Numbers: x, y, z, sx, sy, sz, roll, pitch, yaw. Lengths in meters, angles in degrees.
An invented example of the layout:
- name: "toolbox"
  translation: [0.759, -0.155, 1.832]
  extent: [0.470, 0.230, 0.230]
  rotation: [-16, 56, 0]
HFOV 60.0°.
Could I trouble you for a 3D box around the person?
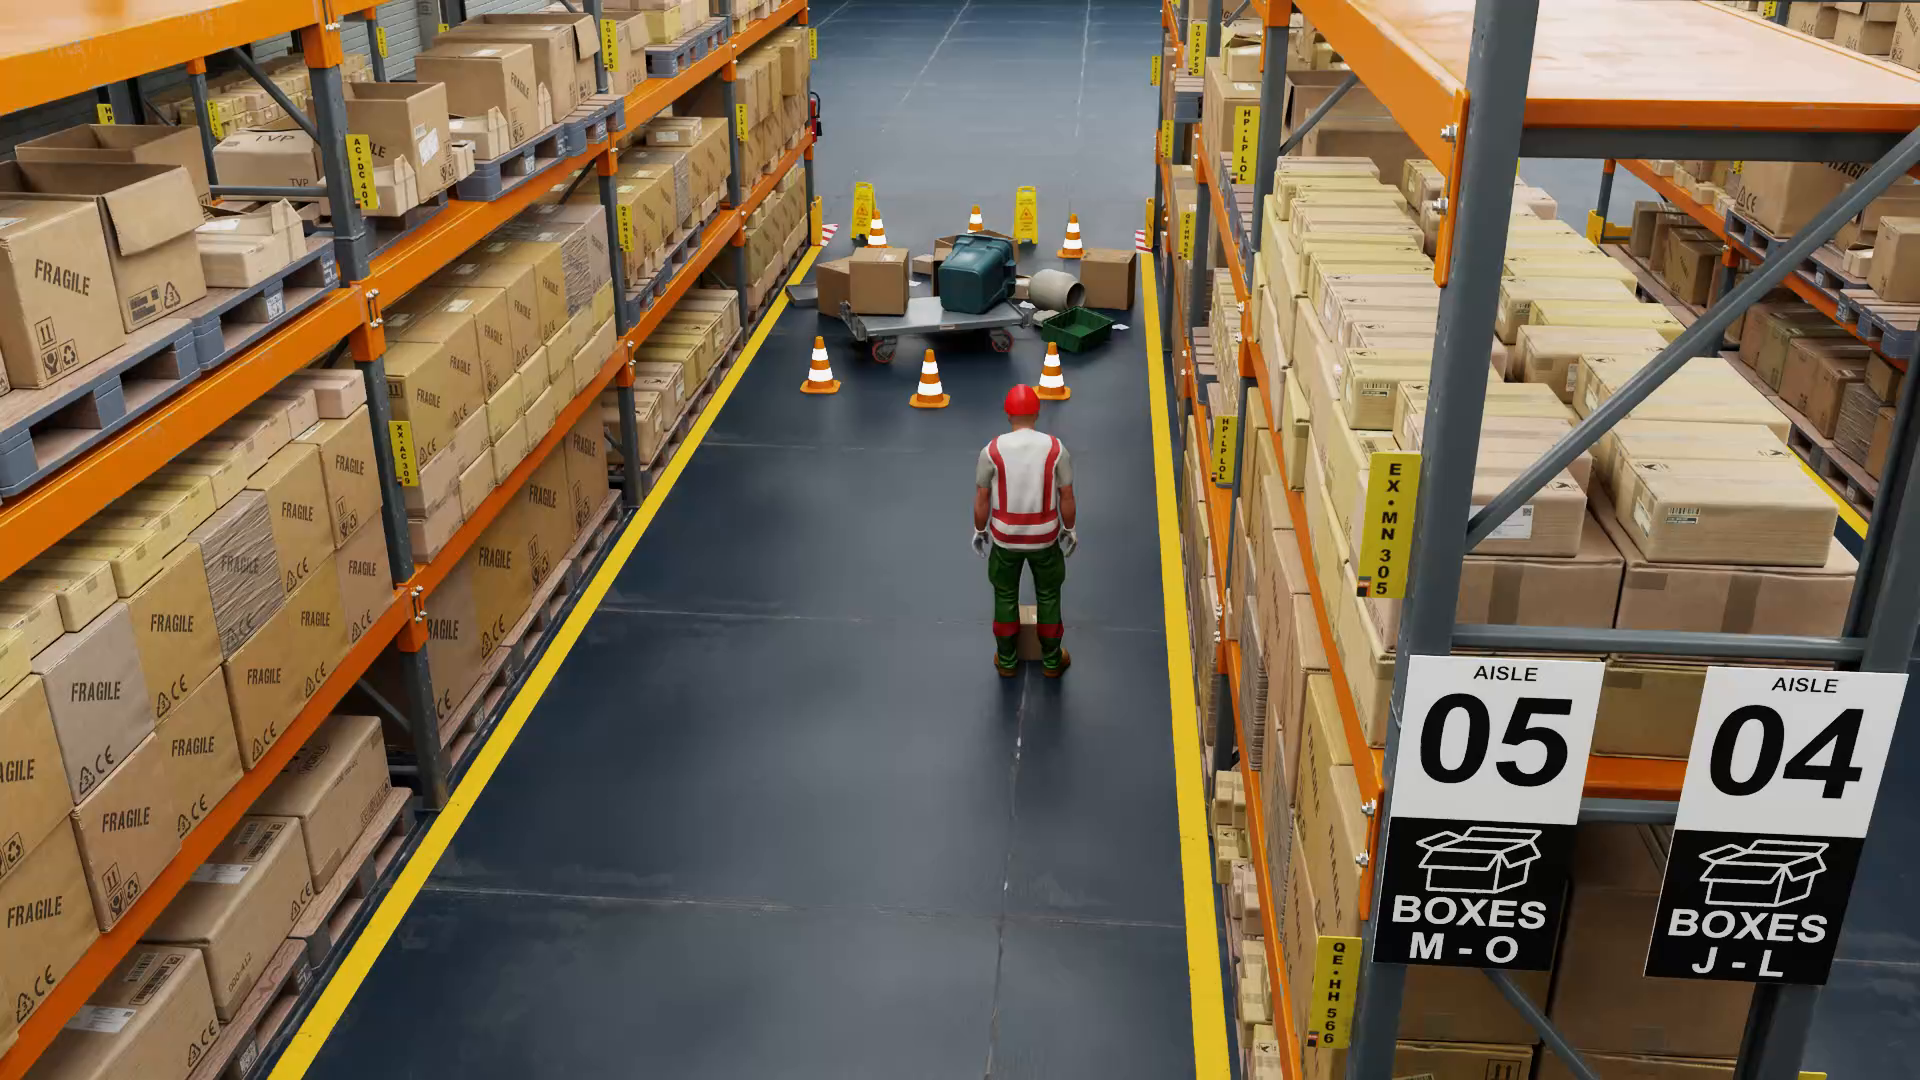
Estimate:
- name: "person"
  translation: [0.376, -0.034, 9.663]
  extent: [0.616, 1.778, 0.453]
  rotation: [1, 24, 1]
